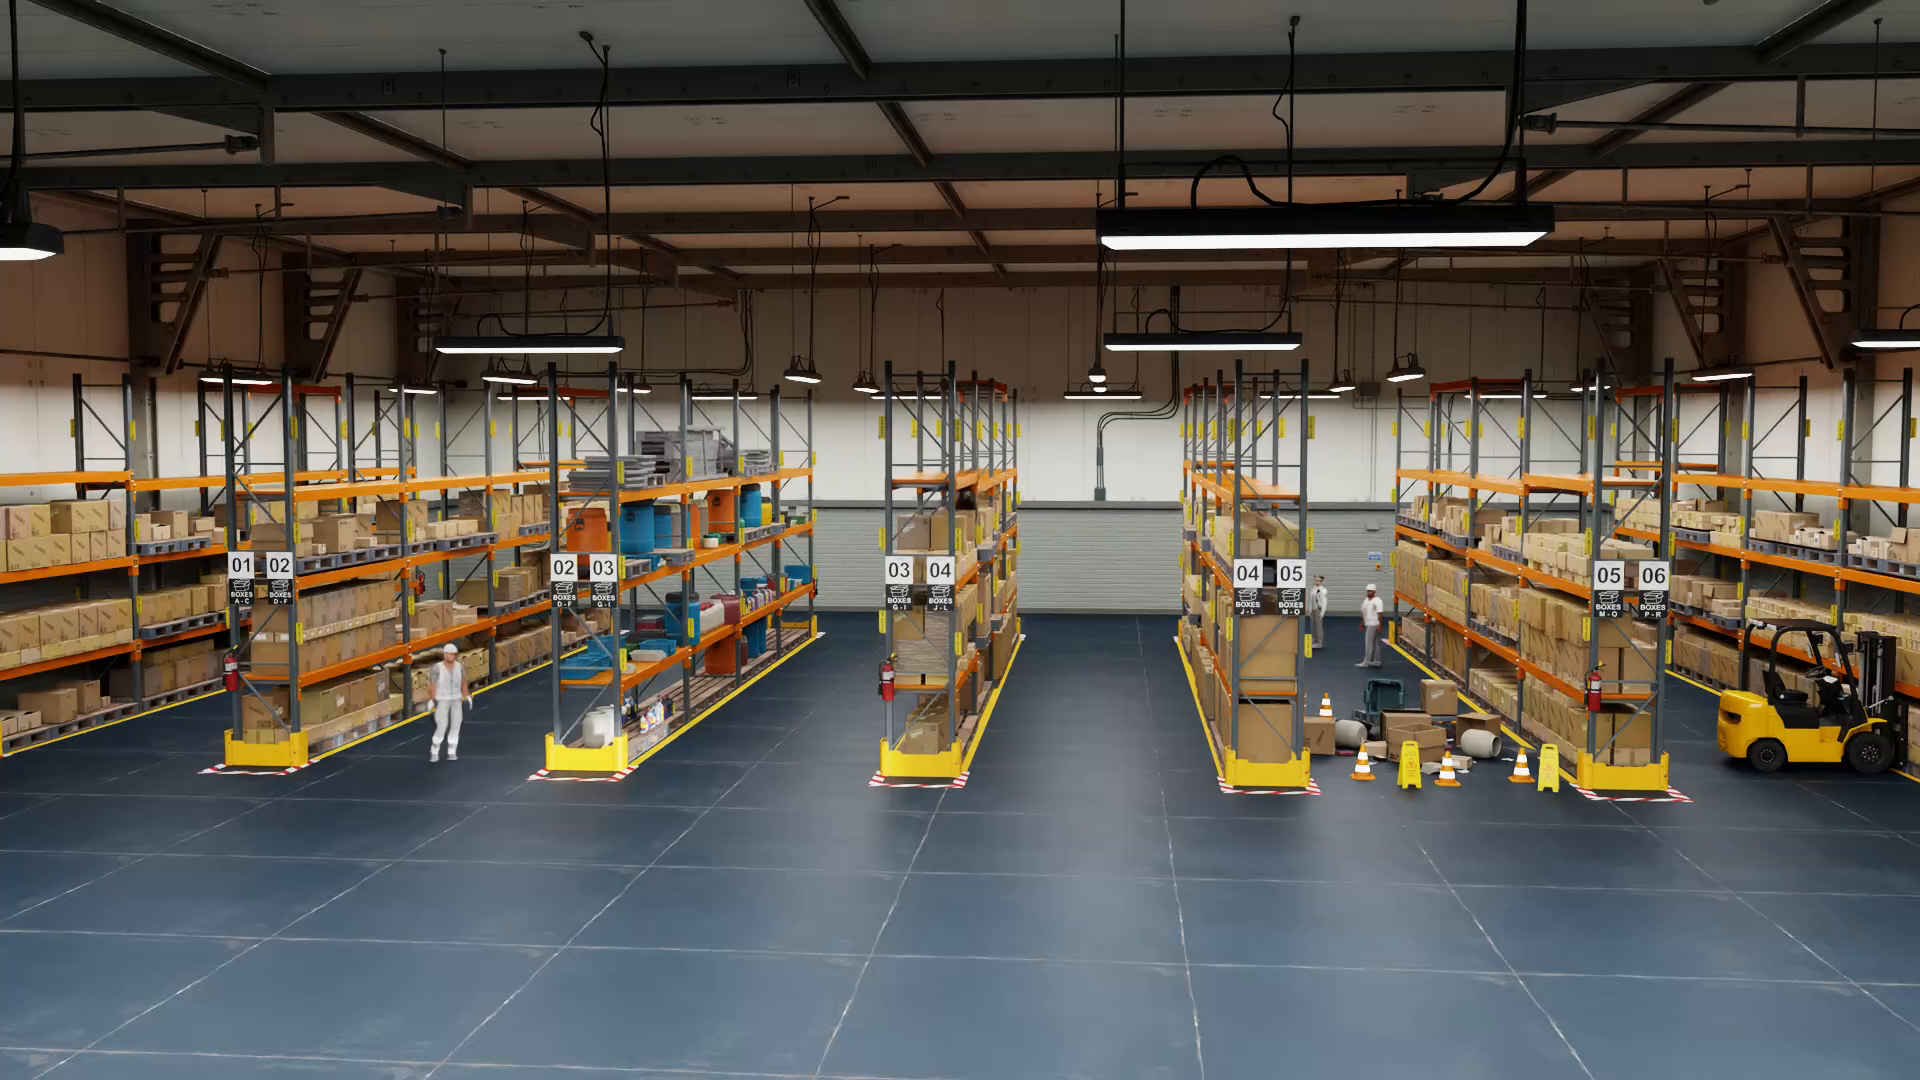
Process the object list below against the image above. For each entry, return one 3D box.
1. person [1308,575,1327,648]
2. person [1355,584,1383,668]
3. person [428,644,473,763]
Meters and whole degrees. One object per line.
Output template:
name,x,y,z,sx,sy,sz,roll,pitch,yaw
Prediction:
person,8.210,1.653,38.326,0.428,1.711,0.523,-1,4,-9
person,8.649,1.809,35.267,0.588,1.762,0.602,0,4,3
person,-7.753,2.472,25.277,0.649,1.803,0.394,-3,5,-41
